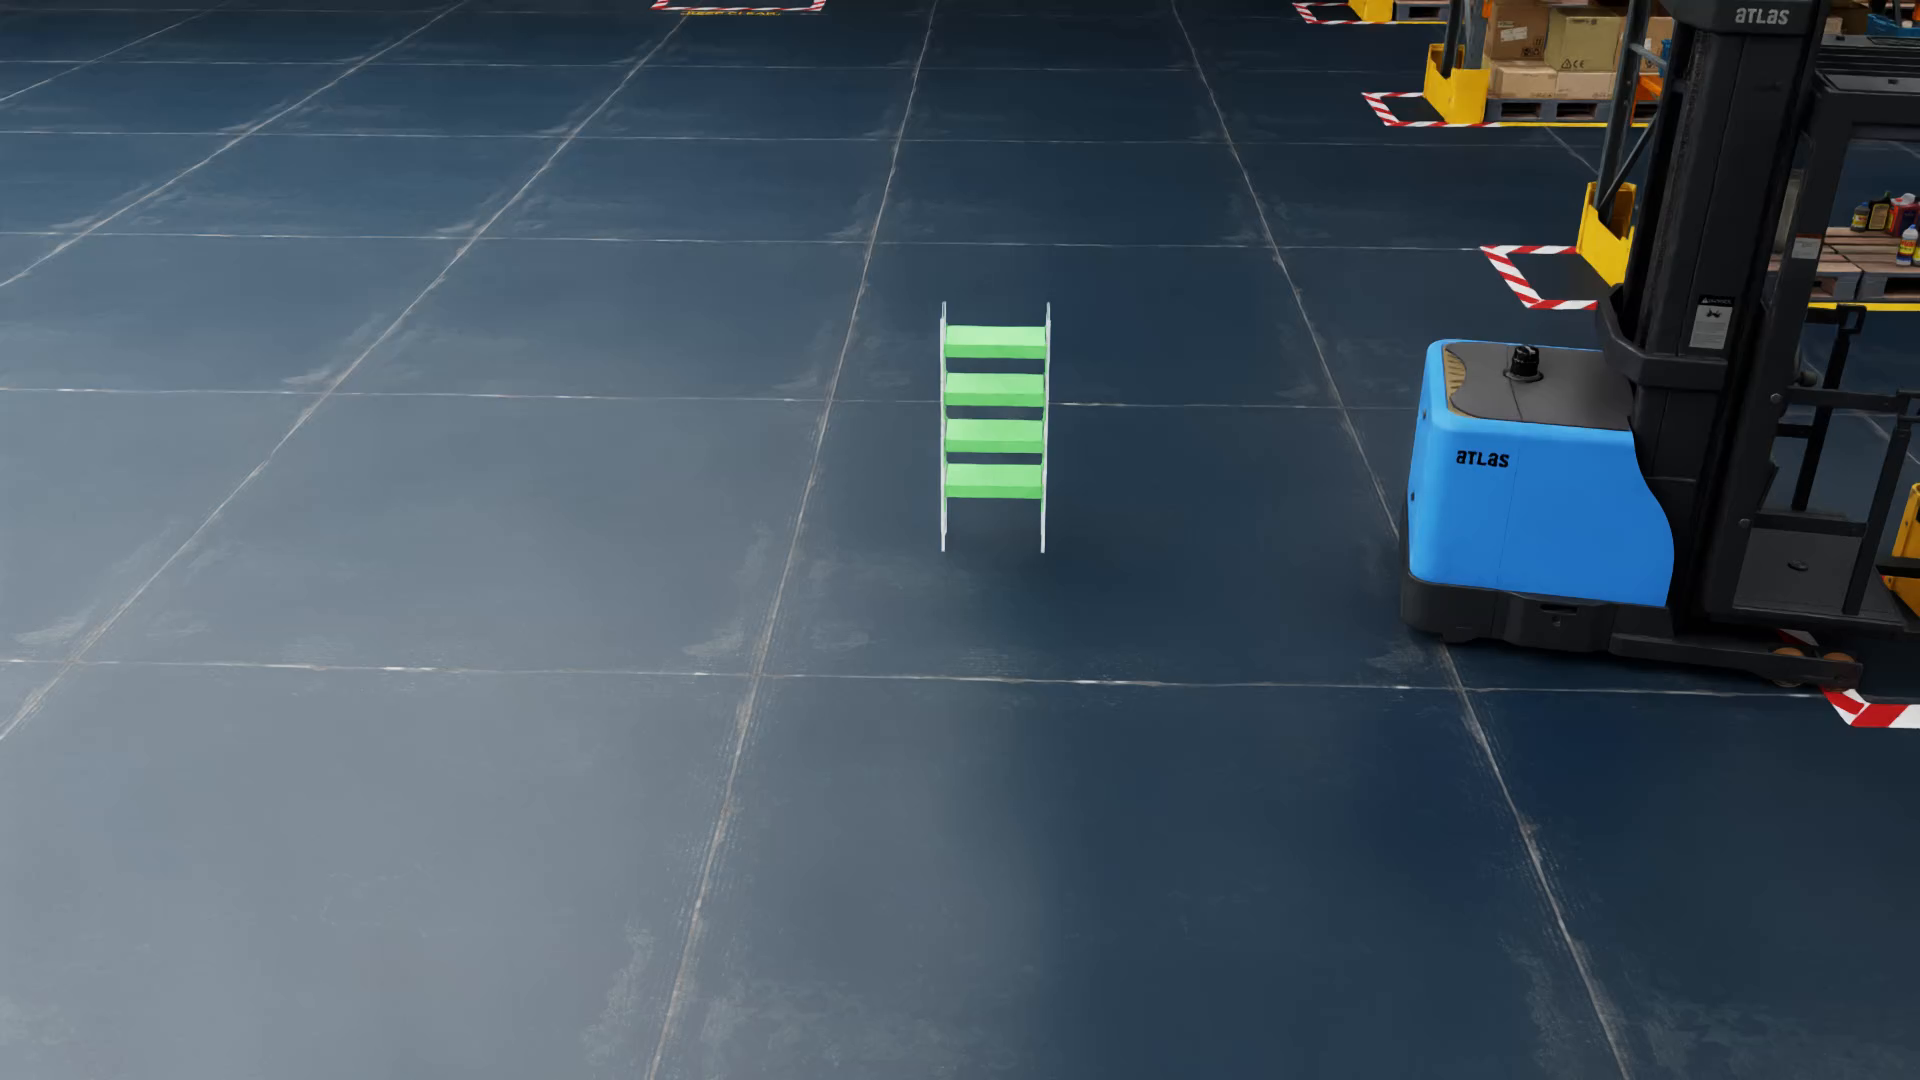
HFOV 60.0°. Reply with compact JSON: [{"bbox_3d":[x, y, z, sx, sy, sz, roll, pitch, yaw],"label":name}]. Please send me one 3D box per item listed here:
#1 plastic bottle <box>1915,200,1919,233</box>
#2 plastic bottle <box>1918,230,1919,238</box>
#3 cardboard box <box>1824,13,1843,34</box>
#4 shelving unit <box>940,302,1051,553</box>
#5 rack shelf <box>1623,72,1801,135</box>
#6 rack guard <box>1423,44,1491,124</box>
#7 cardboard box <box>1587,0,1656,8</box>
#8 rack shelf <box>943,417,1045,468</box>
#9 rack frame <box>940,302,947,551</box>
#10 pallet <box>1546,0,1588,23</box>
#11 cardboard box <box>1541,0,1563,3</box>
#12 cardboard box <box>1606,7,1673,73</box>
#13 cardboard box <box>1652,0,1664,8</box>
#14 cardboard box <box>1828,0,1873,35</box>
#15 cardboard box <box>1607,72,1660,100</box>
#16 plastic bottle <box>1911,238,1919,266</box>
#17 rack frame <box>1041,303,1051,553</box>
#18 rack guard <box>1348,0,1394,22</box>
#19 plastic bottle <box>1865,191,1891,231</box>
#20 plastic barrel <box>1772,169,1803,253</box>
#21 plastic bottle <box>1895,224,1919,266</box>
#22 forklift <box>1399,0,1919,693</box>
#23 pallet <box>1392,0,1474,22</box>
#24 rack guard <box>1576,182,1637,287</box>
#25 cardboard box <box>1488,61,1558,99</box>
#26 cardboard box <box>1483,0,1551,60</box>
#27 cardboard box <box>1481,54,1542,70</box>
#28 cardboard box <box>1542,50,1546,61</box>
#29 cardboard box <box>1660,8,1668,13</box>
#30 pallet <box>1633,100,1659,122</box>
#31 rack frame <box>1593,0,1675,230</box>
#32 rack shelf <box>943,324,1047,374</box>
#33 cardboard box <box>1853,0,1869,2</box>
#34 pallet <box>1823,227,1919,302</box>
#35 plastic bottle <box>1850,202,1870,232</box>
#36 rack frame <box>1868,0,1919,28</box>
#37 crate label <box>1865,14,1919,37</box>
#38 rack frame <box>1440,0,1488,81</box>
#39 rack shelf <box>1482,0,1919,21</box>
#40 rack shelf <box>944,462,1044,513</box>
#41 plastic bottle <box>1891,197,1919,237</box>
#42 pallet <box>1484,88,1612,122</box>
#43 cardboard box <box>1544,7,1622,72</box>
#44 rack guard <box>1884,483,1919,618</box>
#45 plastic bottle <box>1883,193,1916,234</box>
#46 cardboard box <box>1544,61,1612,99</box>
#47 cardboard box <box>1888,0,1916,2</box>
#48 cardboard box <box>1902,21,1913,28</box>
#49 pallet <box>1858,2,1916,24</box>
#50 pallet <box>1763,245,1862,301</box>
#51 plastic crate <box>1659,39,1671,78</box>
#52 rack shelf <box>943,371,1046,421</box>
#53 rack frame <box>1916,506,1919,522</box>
[{"bbox_3d":[6.862,-2.337,11.894,0.135,0.276,0.152,0,28,0],"label":"plastic bottle"},{"bbox_3d":[6.877,-2.245,11.800,0.097,0.201,0.097,0,28,0],"label":"plastic bottle"},{"bbox_3d":[7.828,-4.664,15.532,0.500,0.500,0.500,1,28,2],"label":"cardboard box"},{"bbox_3d":[0.165,-0.527,7.964,0.503,1.200,0.258,1,28,2],"label":"shelving unit"},{"bbox_3d":[6.621,-2.839,11.172,4.000,0.370,1.077,1,28,2],"label":"rack shelf"},{"bbox_3d":[4.777,-4.405,16.025,0.348,0.500,1.175,1,28,2],"label":"rack guard"},{"bbox_3d":[6.347,-4.931,16.037,0.500,0.500,0.500,1,28,2],"label":"cardboard box"},{"bbox_3d":[0.165,-0.471,7.994,0.480,0.148,0.258,1,28,2],"label":"rack shelf"},{"bbox_3d":[-0.078,-0.531,7.971,0.015,1.200,0.240,1,28,2],"label":"rack frame"},{"bbox_3d":[7.074,-6.543,20.367,1.213,0.211,1.003,1,28,2],"label":"pallet"},{"bbox_3d":[6.961,-6.819,20.110,0.500,0.500,0.700,-1,28,-1],"label":"cardboard box"},{"bbox_3d":[6.329,-4.688,15.578,0.500,0.500,0.500,1,28,2],"label":"cardboard box"},{"bbox_3d":[6.847,-4.923,16.020,0.500,0.500,0.500,1,28,2],"label":"cardboard box"},{"bbox_3d":[8.346,-4.899,15.975,0.500,0.500,0.500,1,28,2],"label":"cardboard box"},{"bbox_3d":[6.328,-4.351,15.743,0.500,0.250,0.500,1,28,2],"label":"cardboard box"},{"bbox_3d":[6.526,-1.971,11.283,0.097,0.201,0.097,0,28,0],"label":"plastic bottle"},{"bbox_3d":[0.409,-0.523,7.956,0.015,1.200,0.240,1,28,2],"label":"rack frame"},{"bbox_3d":[5.048,-6.722,20.396,0.348,0.500,1.175,1,28,2],"label":"rack guard"},{"bbox_3d":[6.590,-2.366,11.941,0.133,0.283,0.061,2,28,3],"label":"plastic bottle"},{"bbox_3d":[5.783,-2.293,11.581,0.421,0.512,0.421,0,28,0],"label":"plastic barrel"},{"bbox_3d":[6.423,-2.003,11.270,0.097,0.271,0.097,0,28,0],"label":"plastic bottle"},{"bbox_3d":[3.543,-0.923,6.862,3.031,2.935,1.130,6,29,11],"label":"forklift"},{"bbox_3d":[5.858,-6.564,20.407,1.213,0.211,1.003,1,28,2],"label":"pallet"},{"bbox_3d":[4.700,-2.107,11.690,0.348,0.500,1.175,1,28,2],"label":"rack guard"},{"bbox_3d":[5.329,-4.366,15.772,0.500,0.250,0.500,1,28,2],"label":"cardboard box"},{"bbox_3d":[5.347,-4.941,16.055,0.500,0.500,0.500,1,28,2],"label":"cardboard box"},{"bbox_3d":[5.347,-4.609,16.229,0.500,0.250,0.500,1,28,2],"label":"cardboard box"},{"bbox_3d":[5.847,-4.606,16.224,0.500,0.250,0.500,1,28,2],"label":"cardboard box"},{"bbox_3d":[6.828,-4.672,15.547,0.500,0.500,0.500,1,28,2],"label":"cardboard box"},{"bbox_3d":[6.782,-4.262,16.065,1.213,0.211,1.003,1,28,2],"label":"pallet"},{"bbox_3d":[4.622,-3.190,11.065,0.127,3.000,1.000,1,28,2],"label":"rack frame"},{"bbox_3d":[0.165,-0.895,7.769,0.480,0.148,0.258,1,28,2],"label":"rack shelf"},{"bbox_3d":[10.732,-6.834,20.139,0.500,0.500,0.700,1,28,2],"label":"cardboard box"},{"bbox_3d":[6.727,-1.942,11.687,1.213,0.211,1.003,1,28,2],"label":"pallet"},{"bbox_3d":[6.473,-2.323,11.948,0.097,0.201,0.097,0,28,0],"label":"plastic bottle"},{"bbox_3d":[8.798,-5.443,15.314,0.127,3.000,1.000,1,28,2],"label":"rack frame"},{"bbox_3d":[6.471,-3.302,11.239,0.616,0.435,0.502,1,28,2],"label":"crate label"},{"bbox_3d":[4.801,-5.509,15.439,0.127,3.000,1.000,1,28,2],"label":"rack frame"},{"bbox_3d":[6.799,-5.158,15.545,4.000,0.370,1.077,1,28,2],"label":"rack shelf"},{"bbox_3d":[0.165,-0.259,8.106,0.480,0.148,0.258,1,28,2],"label":"rack shelf"},{"bbox_3d":[6.721,-2.292,11.802,0.133,0.283,0.061,1,28,2],"label":"plastic bottle"},{"bbox_3d":[5.566,-4.284,16.105,1.213,0.211,1.003,1,28,2],"label":"pallet"},{"bbox_3d":[5.828,-4.690,15.582,0.500,0.500,0.500,1,28,2],"label":"cardboard box"},{"bbox_3d":[4.523,0.234,7.275,0.348,0.500,1.175,1,28,2],"label":"rack guard"},{"bbox_3d":[6.724,-2.339,11.898,0.135,0.276,0.152,1,28,2],"label":"plastic bottle"},{"bbox_3d":[5.828,-4.360,15.759,0.500,0.250,0.500,1,28,2],"label":"cardboard box"},{"bbox_3d":[11.237,-6.831,20.132,0.500,0.500,0.700,1,28,2],"label":"cardboard box"},{"bbox_3d":[9.213,-4.788,15.969,0.500,0.311,0.500,1,28,2],"label":"cardboard box"},{"bbox_3d":[10.970,-6.498,20.283,1.213,0.211,1.003,1,28,2],"label":"pallet"},{"bbox_3d":[5.511,-1.963,11.728,1.213,0.211,1.003,1,28,2],"label":"pallet"},{"bbox_3d":[5.133,-3.256,11.349,0.616,0.251,0.499,1,28,2],"label":"plastic crate"},{"bbox_3d":[0.165,-0.683,7.881,0.480,0.148,0.258,1,28,2],"label":"rack shelf"},{"bbox_3d":[4.447,-0.872,6.692,0.127,3.000,1.000,1,28,2],"label":"rack frame"}]
